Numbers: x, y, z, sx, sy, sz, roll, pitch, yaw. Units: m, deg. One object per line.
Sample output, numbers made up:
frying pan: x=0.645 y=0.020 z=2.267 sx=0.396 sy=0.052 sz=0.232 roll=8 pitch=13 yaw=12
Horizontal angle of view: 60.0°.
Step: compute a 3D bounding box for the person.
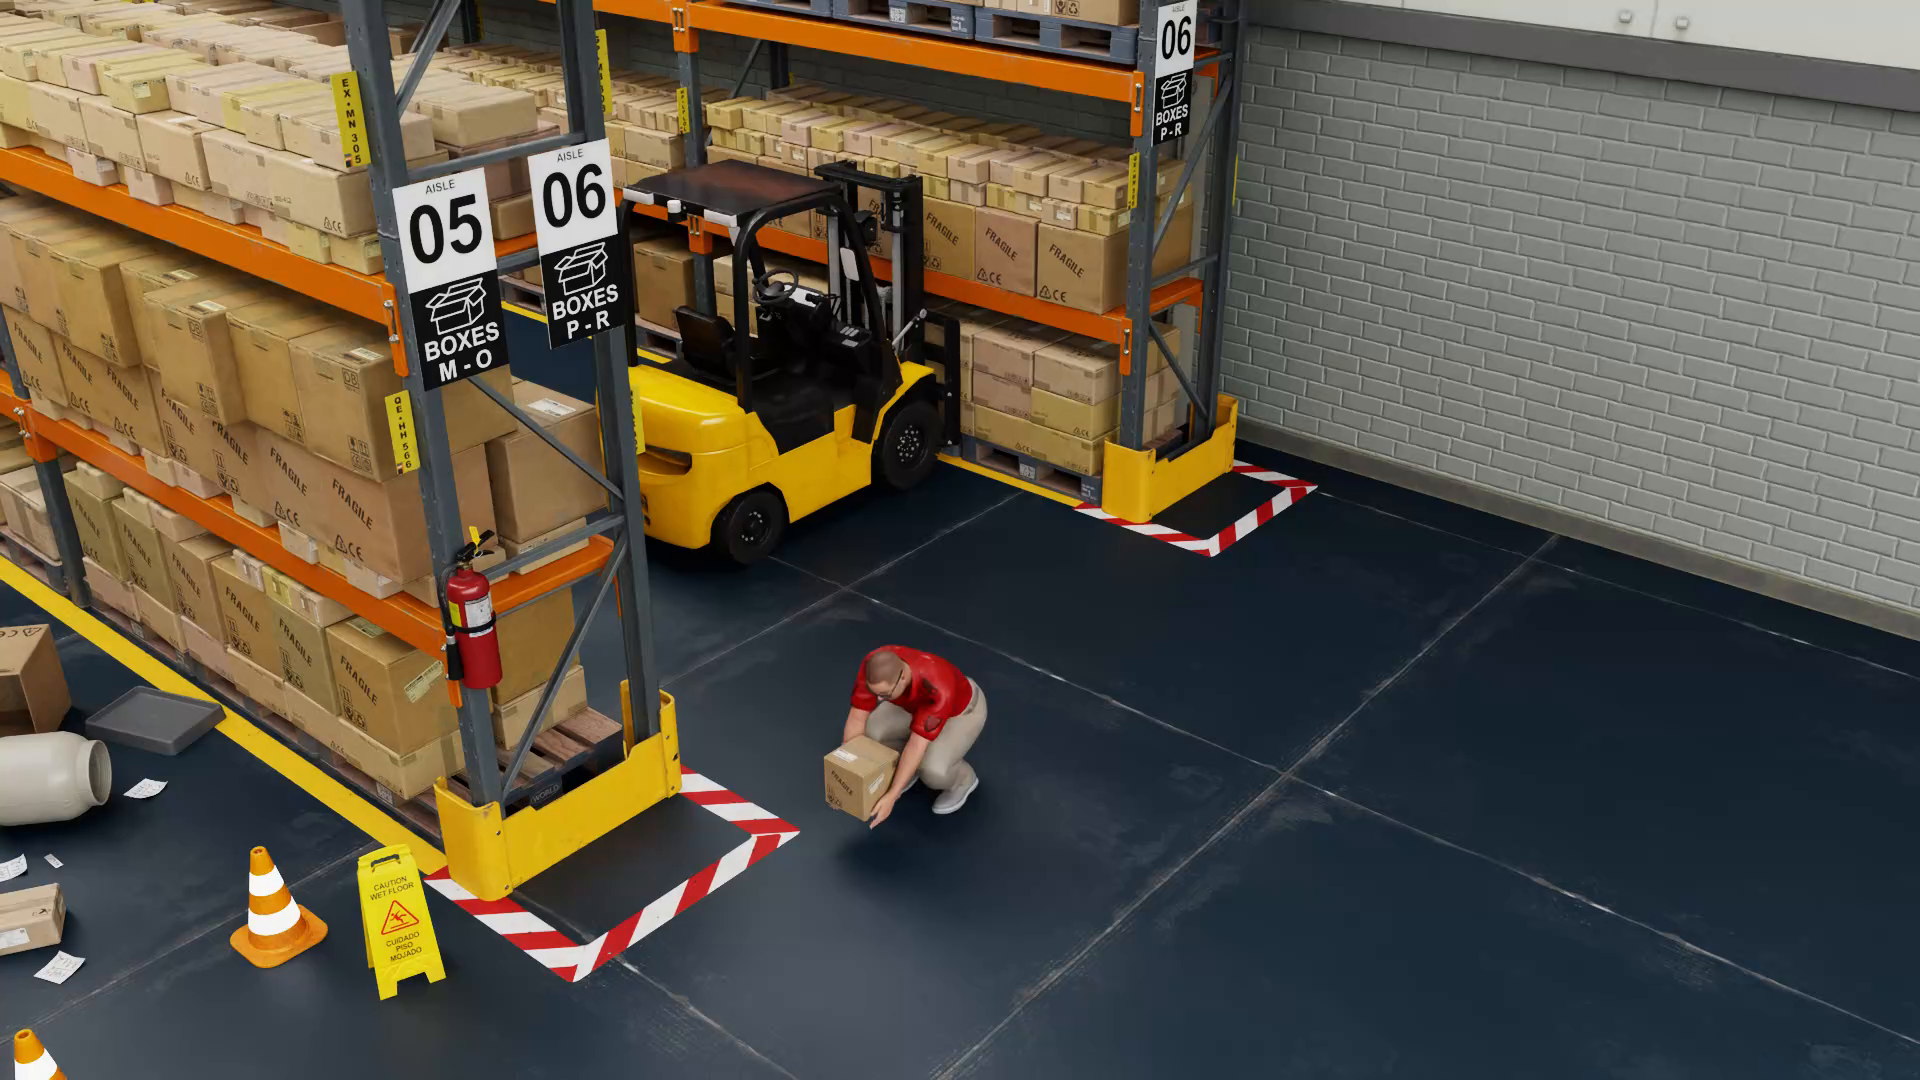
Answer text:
person: x=-0.225 y=0.840 z=7.832 sx=0.535 sy=0.987 sz=0.879 roll=20 pitch=33 yaw=34
